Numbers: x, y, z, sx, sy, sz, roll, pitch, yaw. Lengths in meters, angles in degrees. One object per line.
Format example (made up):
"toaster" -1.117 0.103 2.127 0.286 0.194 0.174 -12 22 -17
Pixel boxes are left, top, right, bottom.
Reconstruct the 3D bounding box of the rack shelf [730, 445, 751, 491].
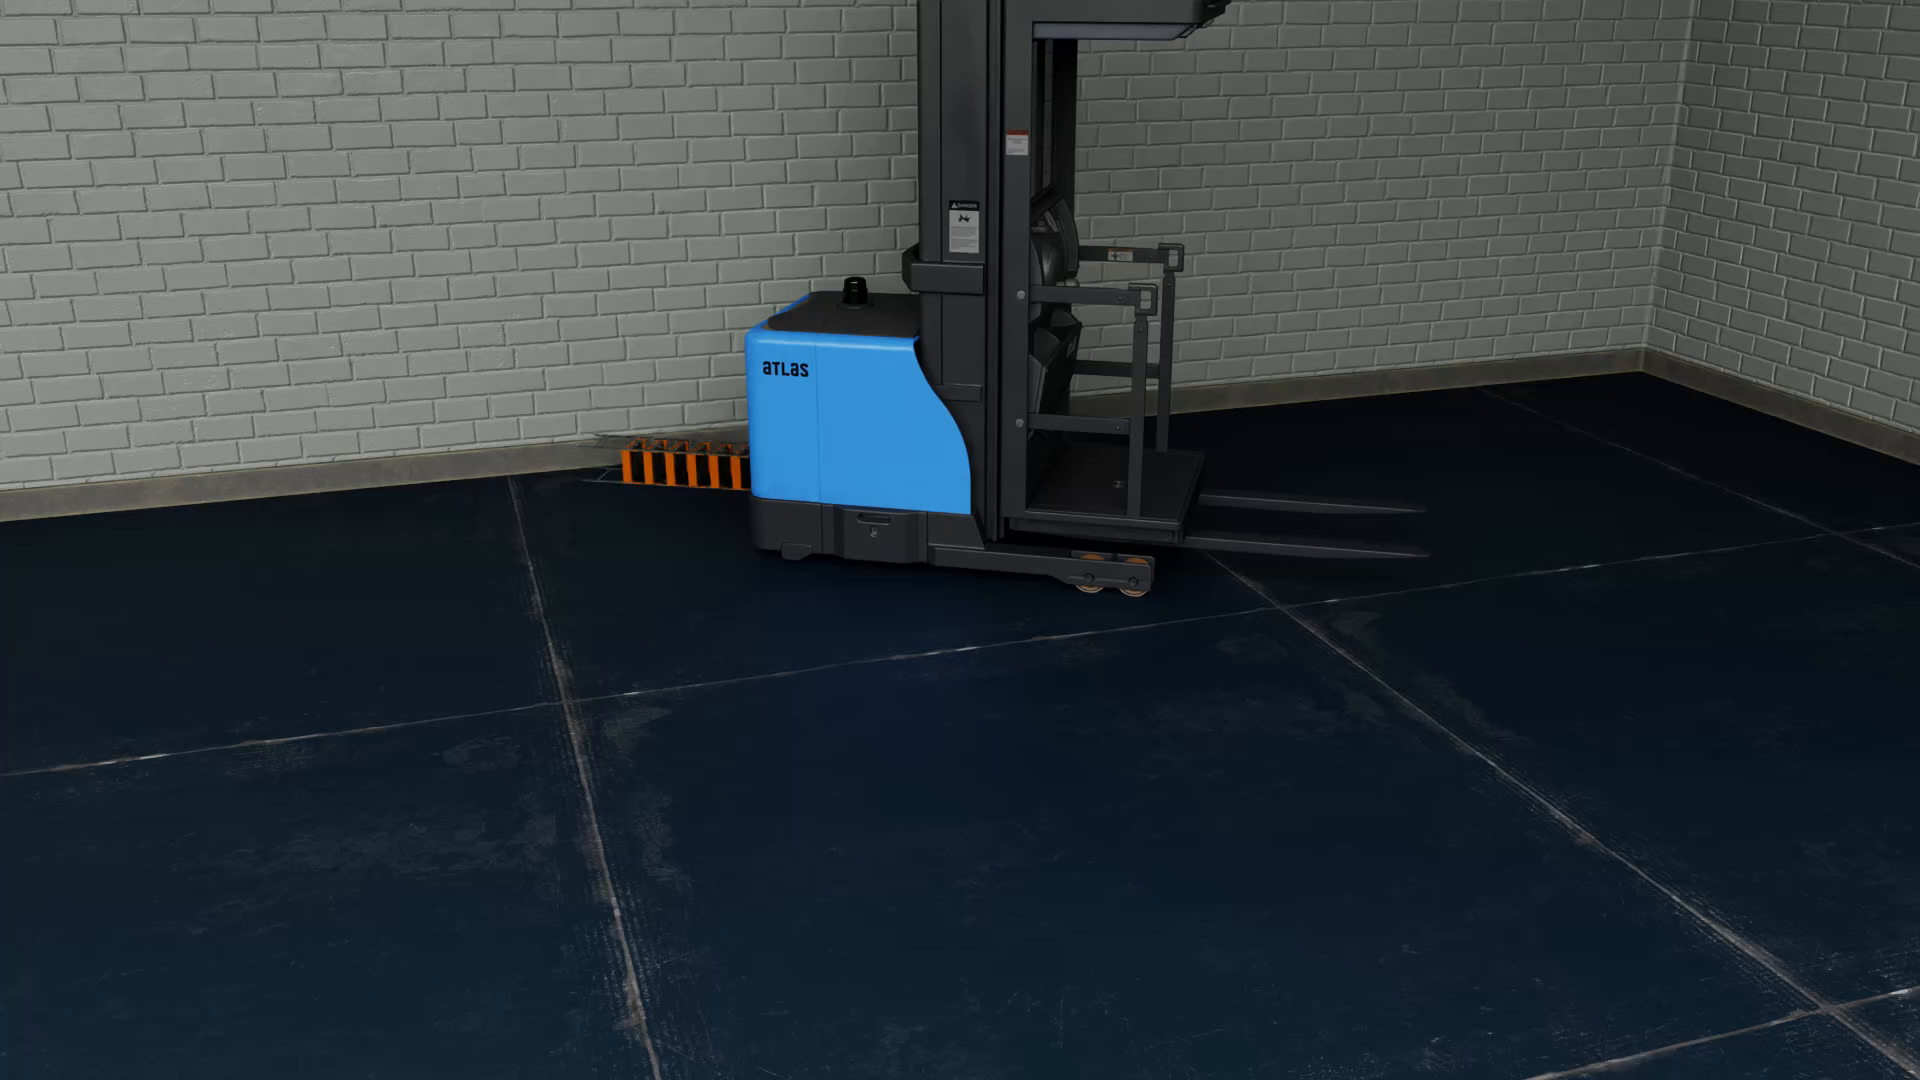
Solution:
"rack shelf" -1.112 -0.385 8.701 0.103 0.180 0.258 4 20 10

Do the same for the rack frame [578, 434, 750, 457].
"rack frame" -1.391 -0.489 8.720 1.200 0.006 0.240 4 20 10

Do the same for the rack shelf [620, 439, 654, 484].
"rack shelf" -1.701 -0.423 8.807 0.103 0.180 0.258 4 20 10

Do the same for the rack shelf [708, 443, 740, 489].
"rack shelf" -1.230 -0.392 8.722 0.103 0.180 0.258 4 20 10

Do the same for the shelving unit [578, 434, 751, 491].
"shelving unit" -1.391 -0.403 8.751 1.200 0.189 0.258 4 20 10

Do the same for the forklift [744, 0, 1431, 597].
"forklift" 0.605 -1.330 7.285 3.031 2.935 1.130 5 20 13

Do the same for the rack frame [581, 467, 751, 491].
"rack frame" -1.391 -0.317 8.782 1.200 0.006 0.240 4 20 10

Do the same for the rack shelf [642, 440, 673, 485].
"rack shelf" -1.583 -0.415 8.786 0.103 0.180 0.258 4 20 10

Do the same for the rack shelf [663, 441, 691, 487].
"rack shelf" -1.465 -0.408 8.765 0.103 0.180 0.258 4 20 10

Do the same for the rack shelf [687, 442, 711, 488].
"rack shelf" -1.347 -0.400 8.743 0.103 0.180 0.258 4 20 10
